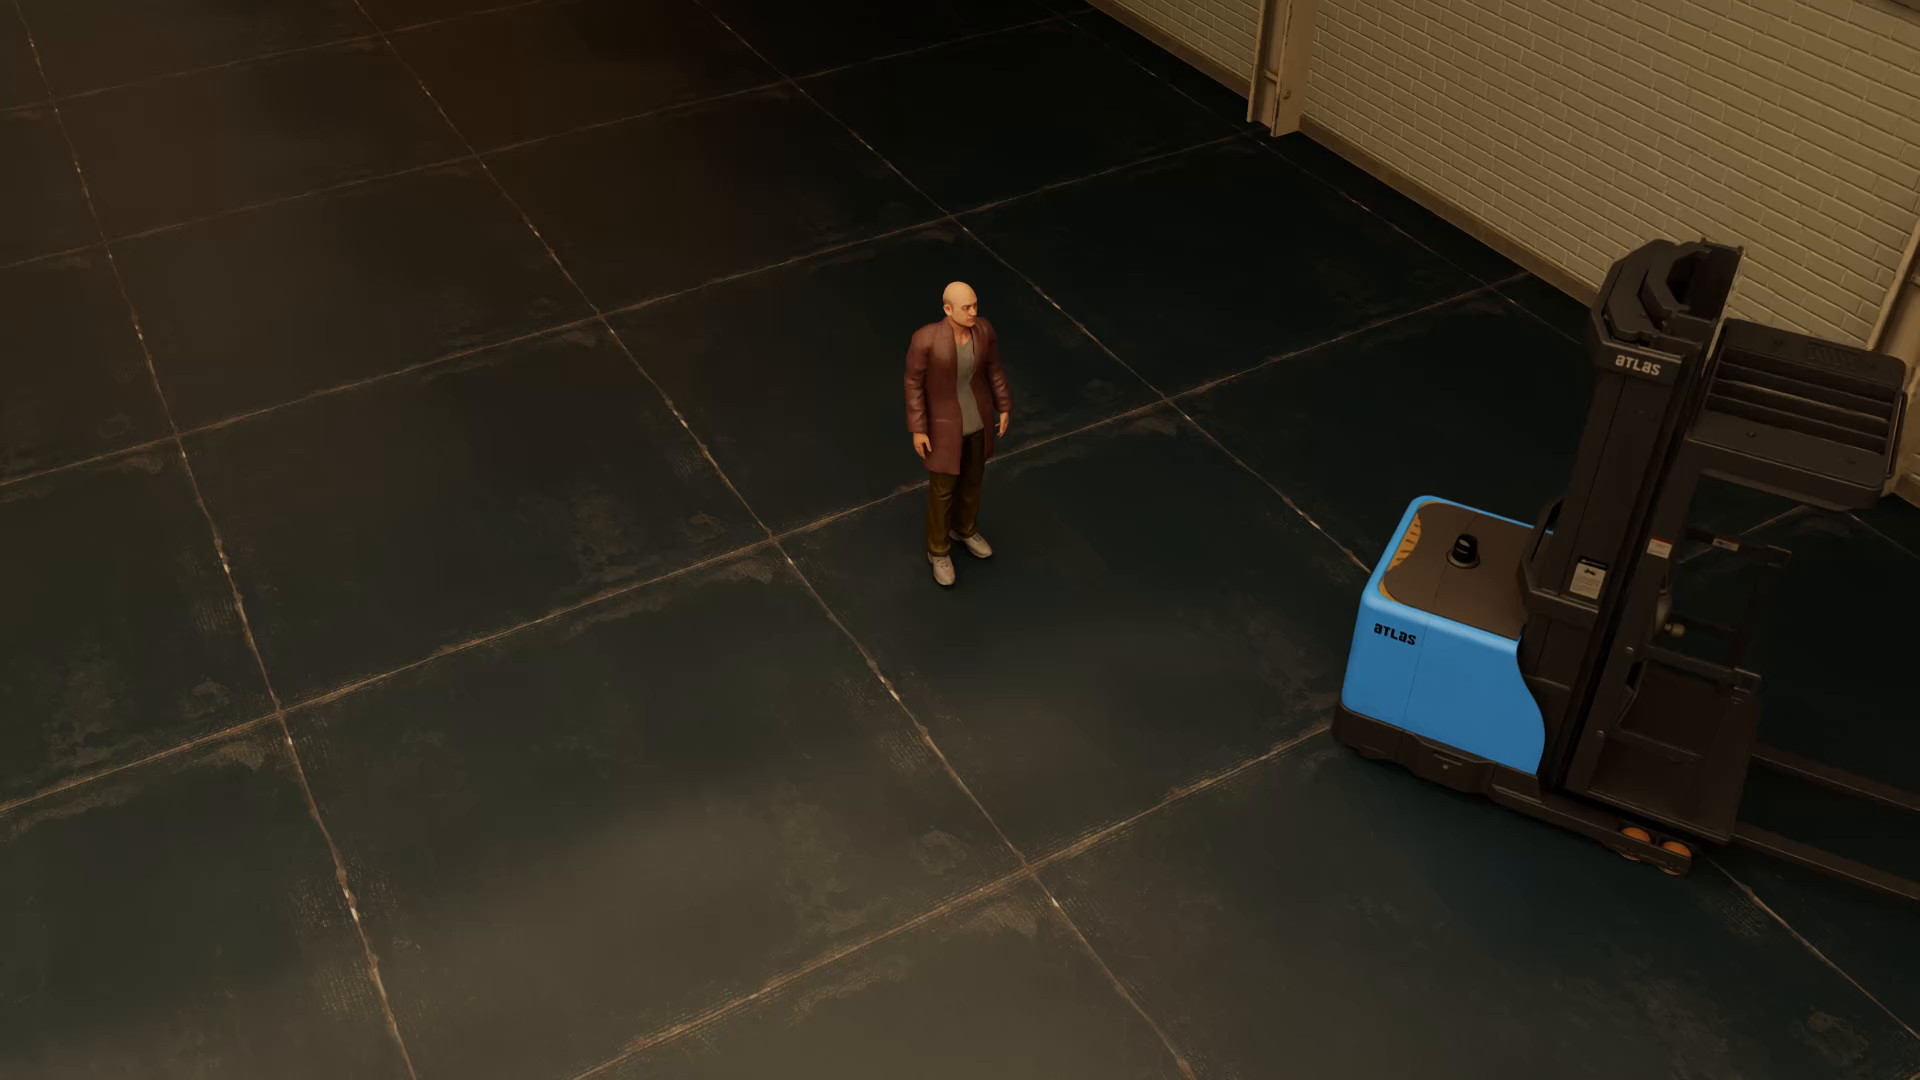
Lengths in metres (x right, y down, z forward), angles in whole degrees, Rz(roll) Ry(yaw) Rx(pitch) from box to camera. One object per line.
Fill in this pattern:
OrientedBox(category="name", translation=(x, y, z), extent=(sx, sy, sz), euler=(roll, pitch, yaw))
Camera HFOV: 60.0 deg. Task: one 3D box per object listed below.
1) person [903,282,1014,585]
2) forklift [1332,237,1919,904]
OrientedBox(category="person", translation=(0.043, -0.638, 9.697), extent=(0.698, 1.777, 0.579), euler=(-20, 44, -23))
OrientedBox(category="forklift", translation=(3.551, 0.153, 7.851), extent=(3.031, 2.935, 1.130), euler=(19, 43, 21))
